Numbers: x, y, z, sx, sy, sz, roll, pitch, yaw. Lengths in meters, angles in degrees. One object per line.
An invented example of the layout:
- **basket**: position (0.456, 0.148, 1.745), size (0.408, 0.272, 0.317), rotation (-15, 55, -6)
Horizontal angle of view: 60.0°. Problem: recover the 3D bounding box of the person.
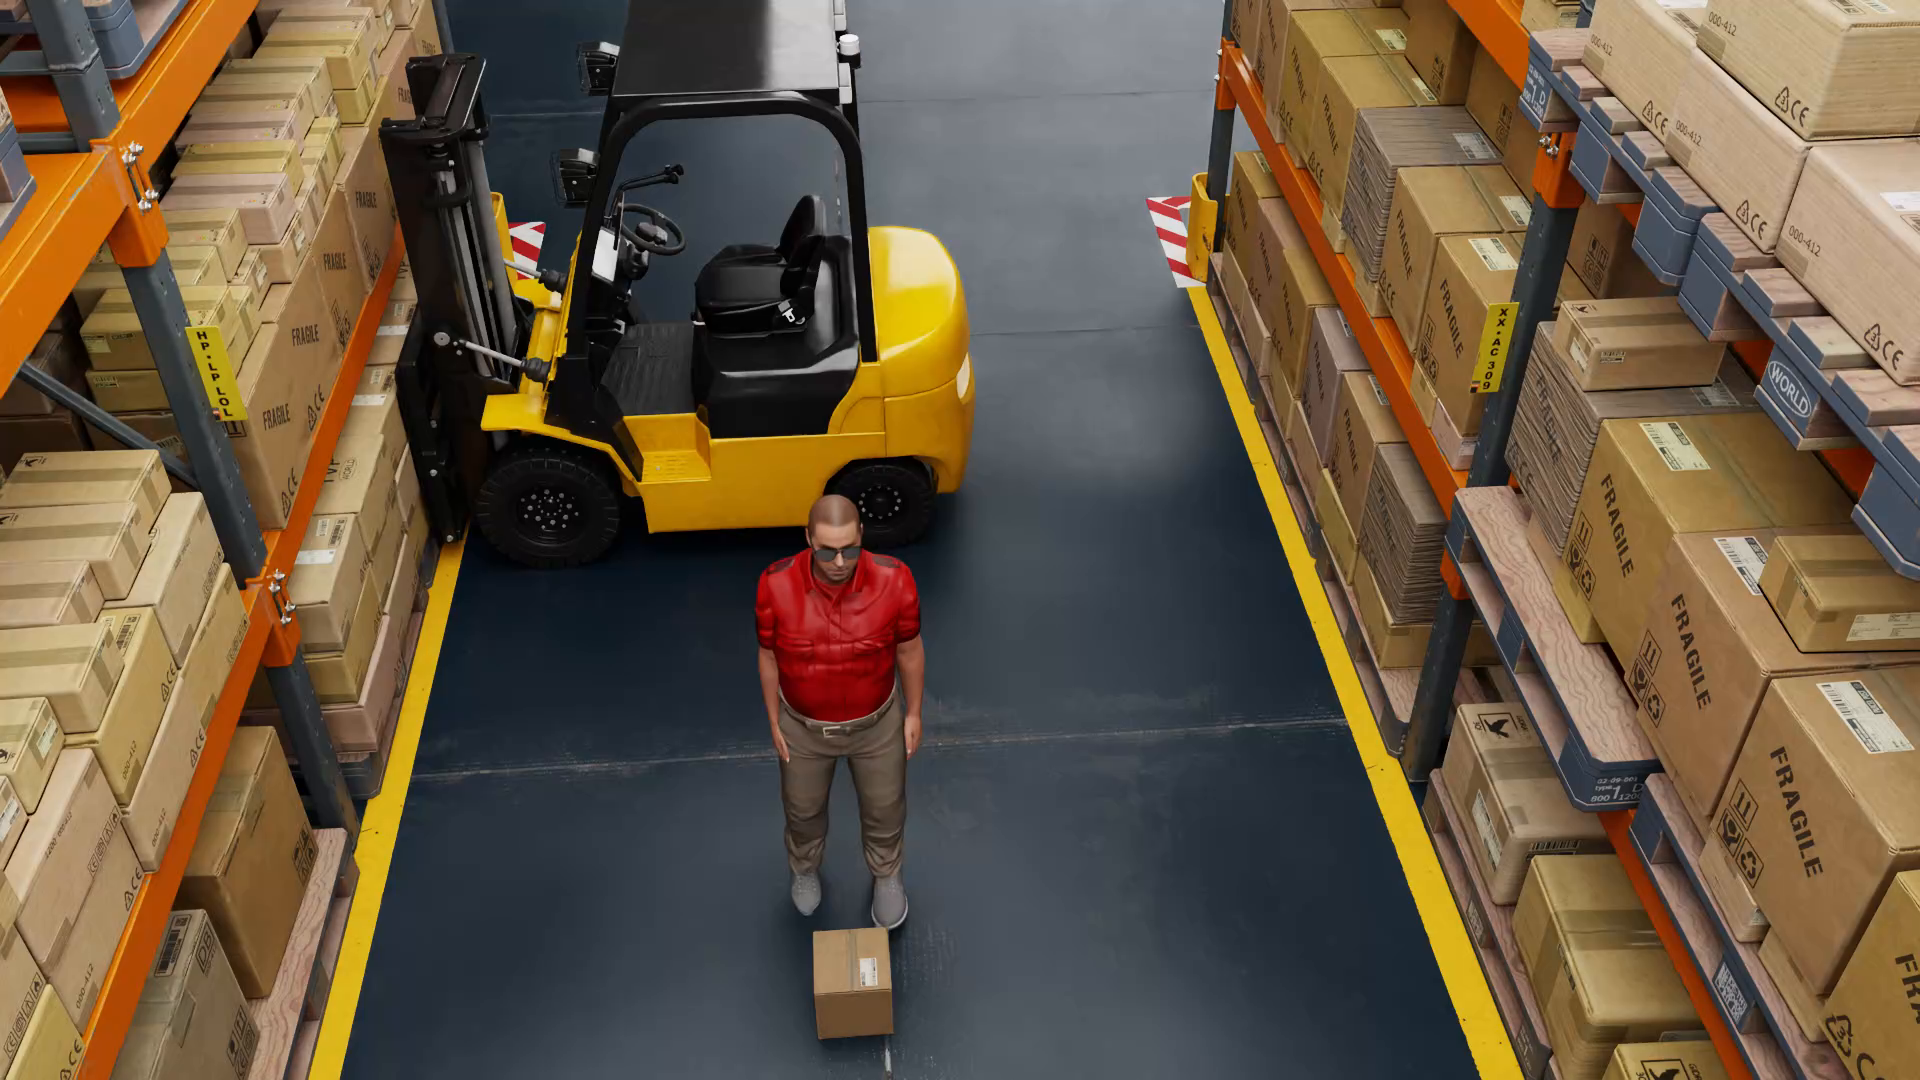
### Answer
- **person**: position (-0.376, 0.610, 5.452), size (0.533, 1.774, 0.394), rotation (-2, 39, -3)
